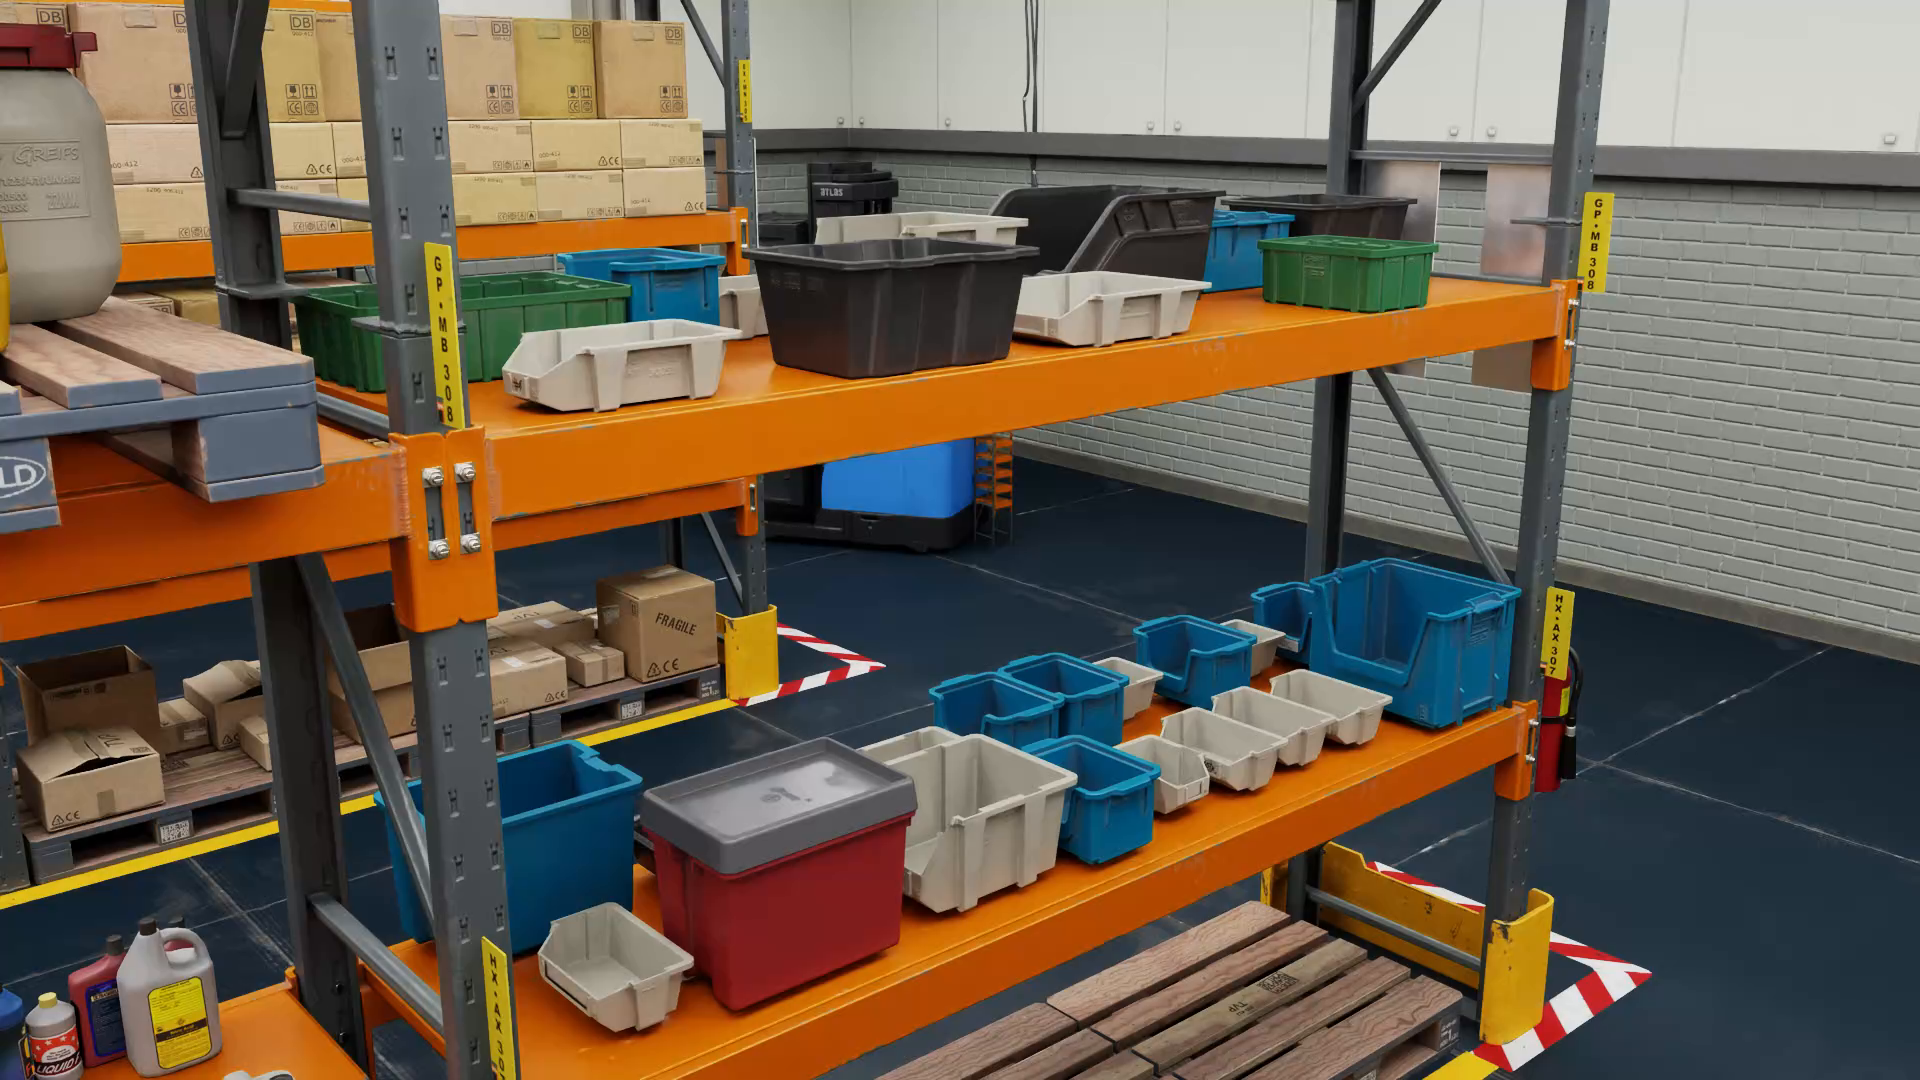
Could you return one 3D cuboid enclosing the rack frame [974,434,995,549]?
[{"bbox_3d":[0.192,-0.536,12.933,0.006,1.200,0.240,-12,19,-38],"label":"rack frame"}]

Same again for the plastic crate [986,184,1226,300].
[{"bbox_3d":[0.405,-0.909,5.147,0.767,0.338,0.504,-13,19,-39],"label":"plastic crate"}]

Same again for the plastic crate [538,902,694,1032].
[{"bbox_3d":[-0.834,1.030,3.975,0.243,0.136,0.396,-13,19,-39],"label":"plastic crate"}]

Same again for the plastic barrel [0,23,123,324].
[{"bbox_3d":[-1.841,-0.694,3.148,0.433,0.535,0.433,0,15,0],"label":"plastic barrel"}]

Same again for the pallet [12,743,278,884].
[{"bbox_3d":[-4.009,1.249,8.165,1.213,0.211,1.003,-13,19,-39],"label":"pallet"}]

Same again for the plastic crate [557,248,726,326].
[{"bbox_3d":[-0.802,-0.602,4.202,0.300,0.233,0.416,-13,19,-39],"label":"plastic crate"}]

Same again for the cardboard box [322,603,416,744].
[{"bbox_3d":[-3.114,0.692,8.831,0.637,0.503,0.797,-13,19,-39],"label":"cardboard box"}]

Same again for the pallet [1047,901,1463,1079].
[{"bbox_3d":[1.091,1.785,6.160,1.213,0.211,1.003,-13,19,-39],"label":"pallet"}]

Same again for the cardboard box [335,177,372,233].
[{"bbox_3d":[-2.866,-1.647,8.080,0.500,0.250,0.500,-13,19,-39],"label":"cardboard box"}]

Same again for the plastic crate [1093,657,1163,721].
[{"bbox_3d":[0.528,0.535,5.831,0.298,0.136,0.250,-13,19,-39],"label":"plastic crate"}]

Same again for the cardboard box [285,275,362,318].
[{"bbox_3d":[-5.143,-1.680,13.146,0.700,0.700,0.980,-12,19,-37],"label":"cardboard box"}]

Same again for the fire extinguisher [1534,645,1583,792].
[{"bbox_3d":[2.150,0.586,6.117,0.183,0.674,0.296,-13,19,-39],"label":"fire extinguisher"}]

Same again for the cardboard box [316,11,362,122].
[{"bbox_3d":[-3.065,-2.310,8.141,0.500,0.500,0.700,-13,19,-39],"label":"cardboard box"}]

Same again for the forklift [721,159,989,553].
[{"bbox_3d":[-1.336,-1.528,13.293,3.031,2.935,1.130,5,16,19],"label":"forklift"}]

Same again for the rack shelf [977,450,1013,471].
[{"bbox_3d":[0.262,-0.625,12.970,0.180,0.103,0.258,-12,19,-38],"label":"rack shelf"}]

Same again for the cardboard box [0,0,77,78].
[{"bbox_3d":[-4.186,-2.052,7.177,0.500,0.500,0.700,-13,19,-39],"label":"cardboard box"}]

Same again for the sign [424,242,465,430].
[{"bbox_3d":[-0.920,-0.363,2.967,0.005,0.325,0.100,-13,19,-39],"label":"sign"}]

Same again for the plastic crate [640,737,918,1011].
[{"bbox_3d":[-0.441,0.821,4.125,0.583,0.464,0.402,-13,19,-39],"label":"plastic crate"}]

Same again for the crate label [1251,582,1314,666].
[{"bbox_3d":[1.336,0.335,6.392,0.303,0.233,0.416,-13,19,-39],"label":"crate label"}]

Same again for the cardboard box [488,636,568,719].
[{"bbox_3d":[-2.495,0.751,9.100,0.500,0.250,0.500,-13,19,-39],"label":"cardboard box"}]

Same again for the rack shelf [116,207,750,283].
[{"bbox_3d":[-3.019,-1.422,8.344,4.000,0.370,1.077,-13,19,-39],"label":"rack shelf"}]

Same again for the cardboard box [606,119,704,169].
[{"bbox_3d":[-1.731,-2.141,8.963,0.500,0.250,0.500,-13,19,-39],"label":"cardboard box"}]

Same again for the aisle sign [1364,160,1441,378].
[{"bbox_3d":[1.598,-1.021,6.221,0.004,0.787,0.394,-13,19,-39],"label":"aisle sign"}]

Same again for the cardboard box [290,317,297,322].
[{"bbox_3d":[-3.171,-0.907,8.702,0.500,0.500,0.500,-13,20,-40],"label":"cardboard box"}]

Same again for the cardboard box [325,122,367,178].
[{"bbox_3d":[-2.860,-1.887,8.010,0.500,0.250,0.500,-13,19,-39],"label":"cardboard box"}]

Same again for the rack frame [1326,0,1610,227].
[{"bbox_3d":[1.738,-2.593,5.520,0.127,3.000,1.000,-13,19,-39],"label":"rack frame"}]

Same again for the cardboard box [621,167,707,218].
[{"bbox_3d":[-1.725,-1.898,9.021,0.500,0.250,0.500,-13,19,-39],"label":"cardboard box"}]

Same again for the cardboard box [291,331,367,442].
[{"bbox_3d":[-3.211,-0.713,7.975,0.500,0.500,0.500,-13,20,-41],"label":"cardboard box"}]

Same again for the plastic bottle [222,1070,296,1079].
[{"bbox_3d":[-1.364,1.173,3.288,0.135,0.276,0.152,-13,19,-39],"label":"plastic bottle"}]

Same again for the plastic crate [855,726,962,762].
[{"bbox_3d":[-0.163,0.728,5.107,0.466,0.136,0.293,-13,19,-39],"label":"plastic crate"}]

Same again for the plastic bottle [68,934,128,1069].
[{"bbox_3d":[-1.937,1.041,3.767,0.133,0.283,0.061,-13,19,-39],"label":"plastic bottle"}]

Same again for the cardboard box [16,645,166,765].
[{"bbox_3d":[-4.284,0.861,8.204,0.500,0.500,0.500,-13,19,-39],"label":"cardboard box"}]

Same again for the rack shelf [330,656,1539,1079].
[{"bbox_3d":[0.230,0.992,5.119,4.000,0.370,1.077,-13,19,-39],"label":"rack shelf"}]

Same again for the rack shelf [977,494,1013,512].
[{"bbox_3d":[0.262,-0.277,13.063,0.180,0.103,0.258,-12,19,-38],"label":"rack shelf"}]

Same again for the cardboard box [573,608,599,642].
[{"bbox_3d":[-2.241,0.543,10.042,0.250,0.166,0.380,-13,19,-39],"label":"cardboard box"}]

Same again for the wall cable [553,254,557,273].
[{"bbox_3d":[-4.420,-2.515,14.885,1.851,1.984,0.084,-13,19,-39],"label":"wall cable"}]

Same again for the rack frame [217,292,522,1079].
[{"bbox_3d":[-1.279,0.983,3.758,0.127,3.000,1.000,-13,19,-39],"label":"rack frame"}]

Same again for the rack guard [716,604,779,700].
[{"bbox_3d":[-1.568,0.561,10.181,0.348,0.500,1.175,-13,19,-39],"label":"rack guard"}]

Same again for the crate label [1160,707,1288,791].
[{"bbox_3d":[0.820,0.675,5.304,0.243,0.136,0.396,-13,19,-39],"label":"crate label"}]

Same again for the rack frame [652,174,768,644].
[{"bbox_3d":[-1.510,-0.660,9.907,0.127,3.000,1.000,-13,19,-39],"label":"rack frame"}]

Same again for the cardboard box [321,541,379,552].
[{"bbox_3d":[-3.202,-0.235,8.125,0.500,0.500,0.500,-13,20,-40],"label":"cardboard box"}]

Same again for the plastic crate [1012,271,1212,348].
[{"bbox_3d":[0.342,-0.618,4.450,0.530,0.136,0.437,-13,19,-39],"label":"plastic crate"}]

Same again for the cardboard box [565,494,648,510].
[{"bbox_3d":[-2.059,-0.491,9.080,0.500,0.500,0.500,-12,19,-39],"label":"cardboard box"}]

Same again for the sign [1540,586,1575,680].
[{"bbox_3d":[2.112,0.331,5.883,0.005,0.325,0.100,-13,19,-39],"label":"sign"}]

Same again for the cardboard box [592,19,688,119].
[{"bbox_3d":[-1.887,-2.550,9.040,0.500,0.500,0.700,-13,19,-39],"label":"cardboard box"}]

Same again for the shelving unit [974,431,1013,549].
[{"bbox_3d":[0.262,-0.552,12.990,0.189,1.200,0.258,-12,19,-38],"label":"shelving unit"}]
